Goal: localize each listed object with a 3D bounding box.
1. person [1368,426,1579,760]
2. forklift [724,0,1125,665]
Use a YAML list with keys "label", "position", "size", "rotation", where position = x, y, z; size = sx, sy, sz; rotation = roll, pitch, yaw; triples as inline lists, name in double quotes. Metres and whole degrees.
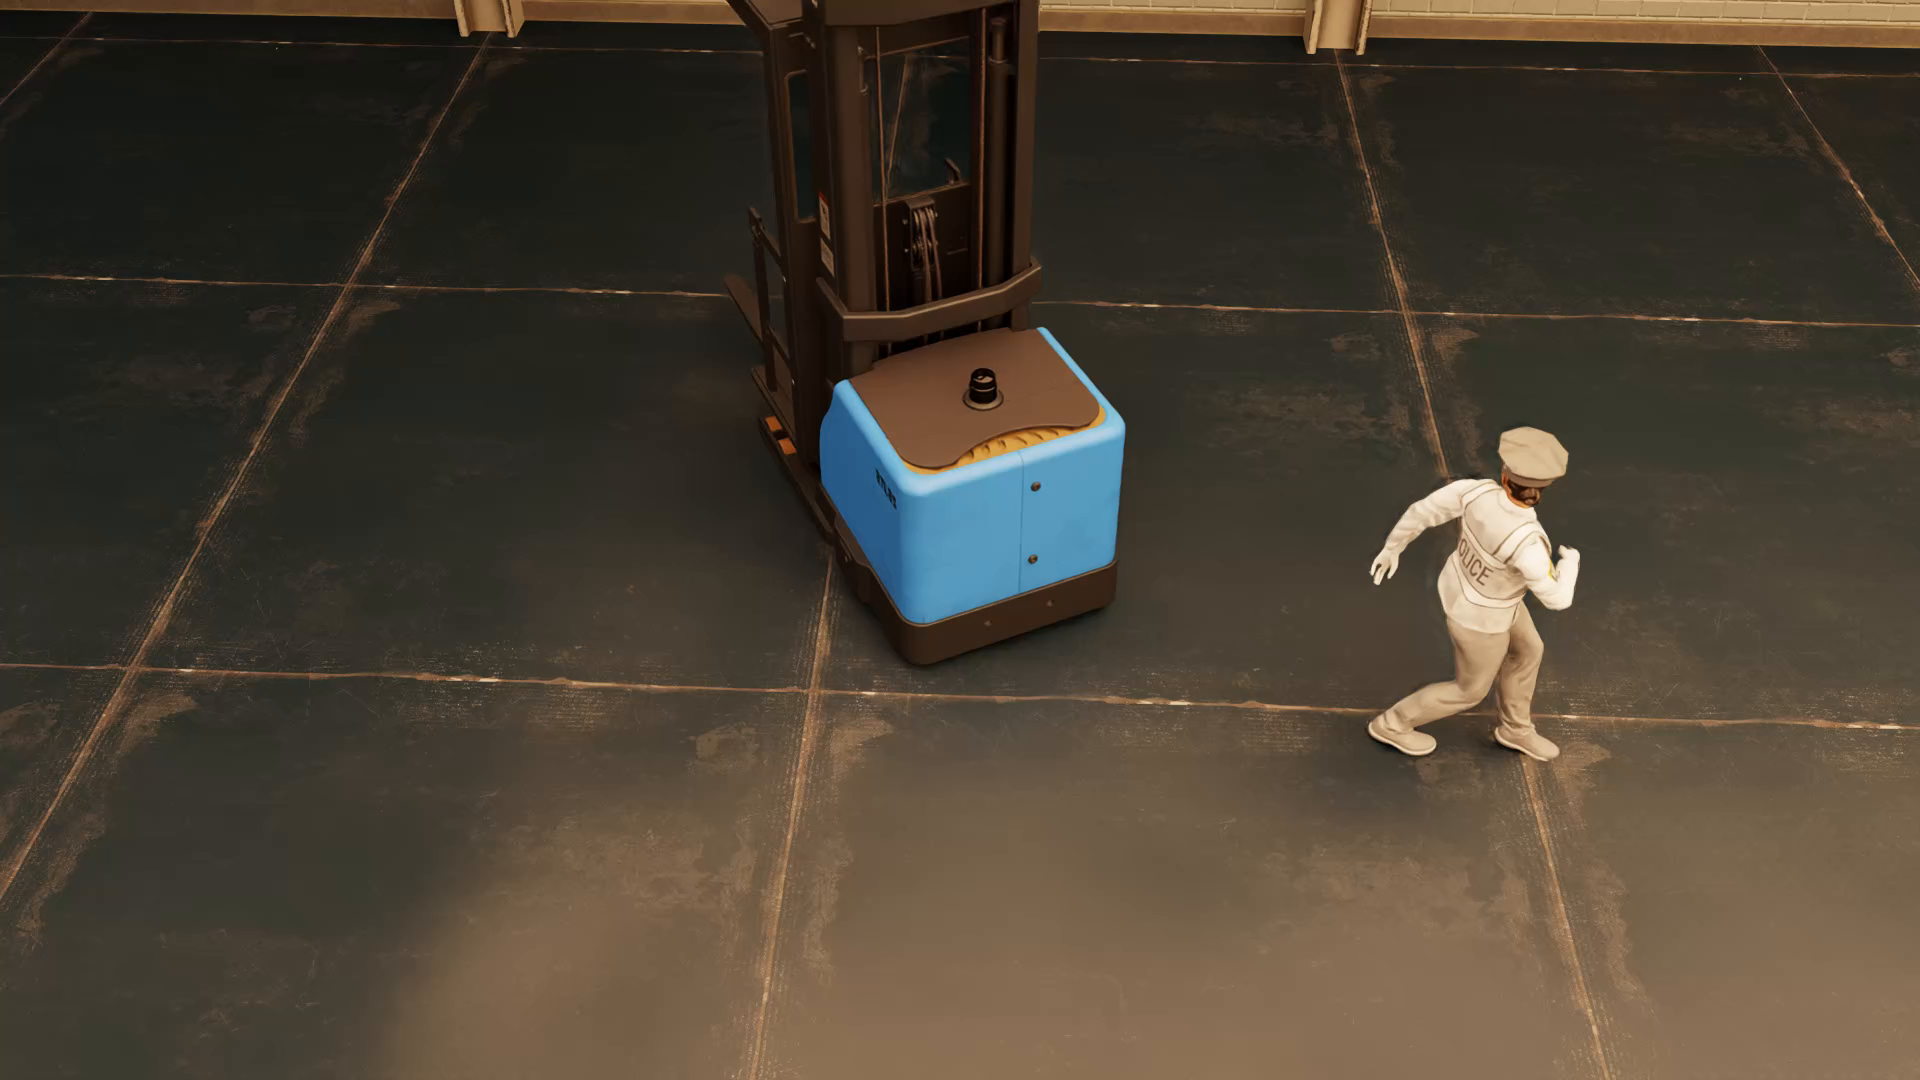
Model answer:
- label: "person"
  position: [2.065, 0.259, 6.476]
  size: [0.887, 1.617, 0.513]
  rotation: [1, 42, 2]
- label: "forklift"
  position: [-0.368, -1.540, 7.429]
  size: [1.130, 2.935, 3.031]
  rotation: [-17, 45, -18]
